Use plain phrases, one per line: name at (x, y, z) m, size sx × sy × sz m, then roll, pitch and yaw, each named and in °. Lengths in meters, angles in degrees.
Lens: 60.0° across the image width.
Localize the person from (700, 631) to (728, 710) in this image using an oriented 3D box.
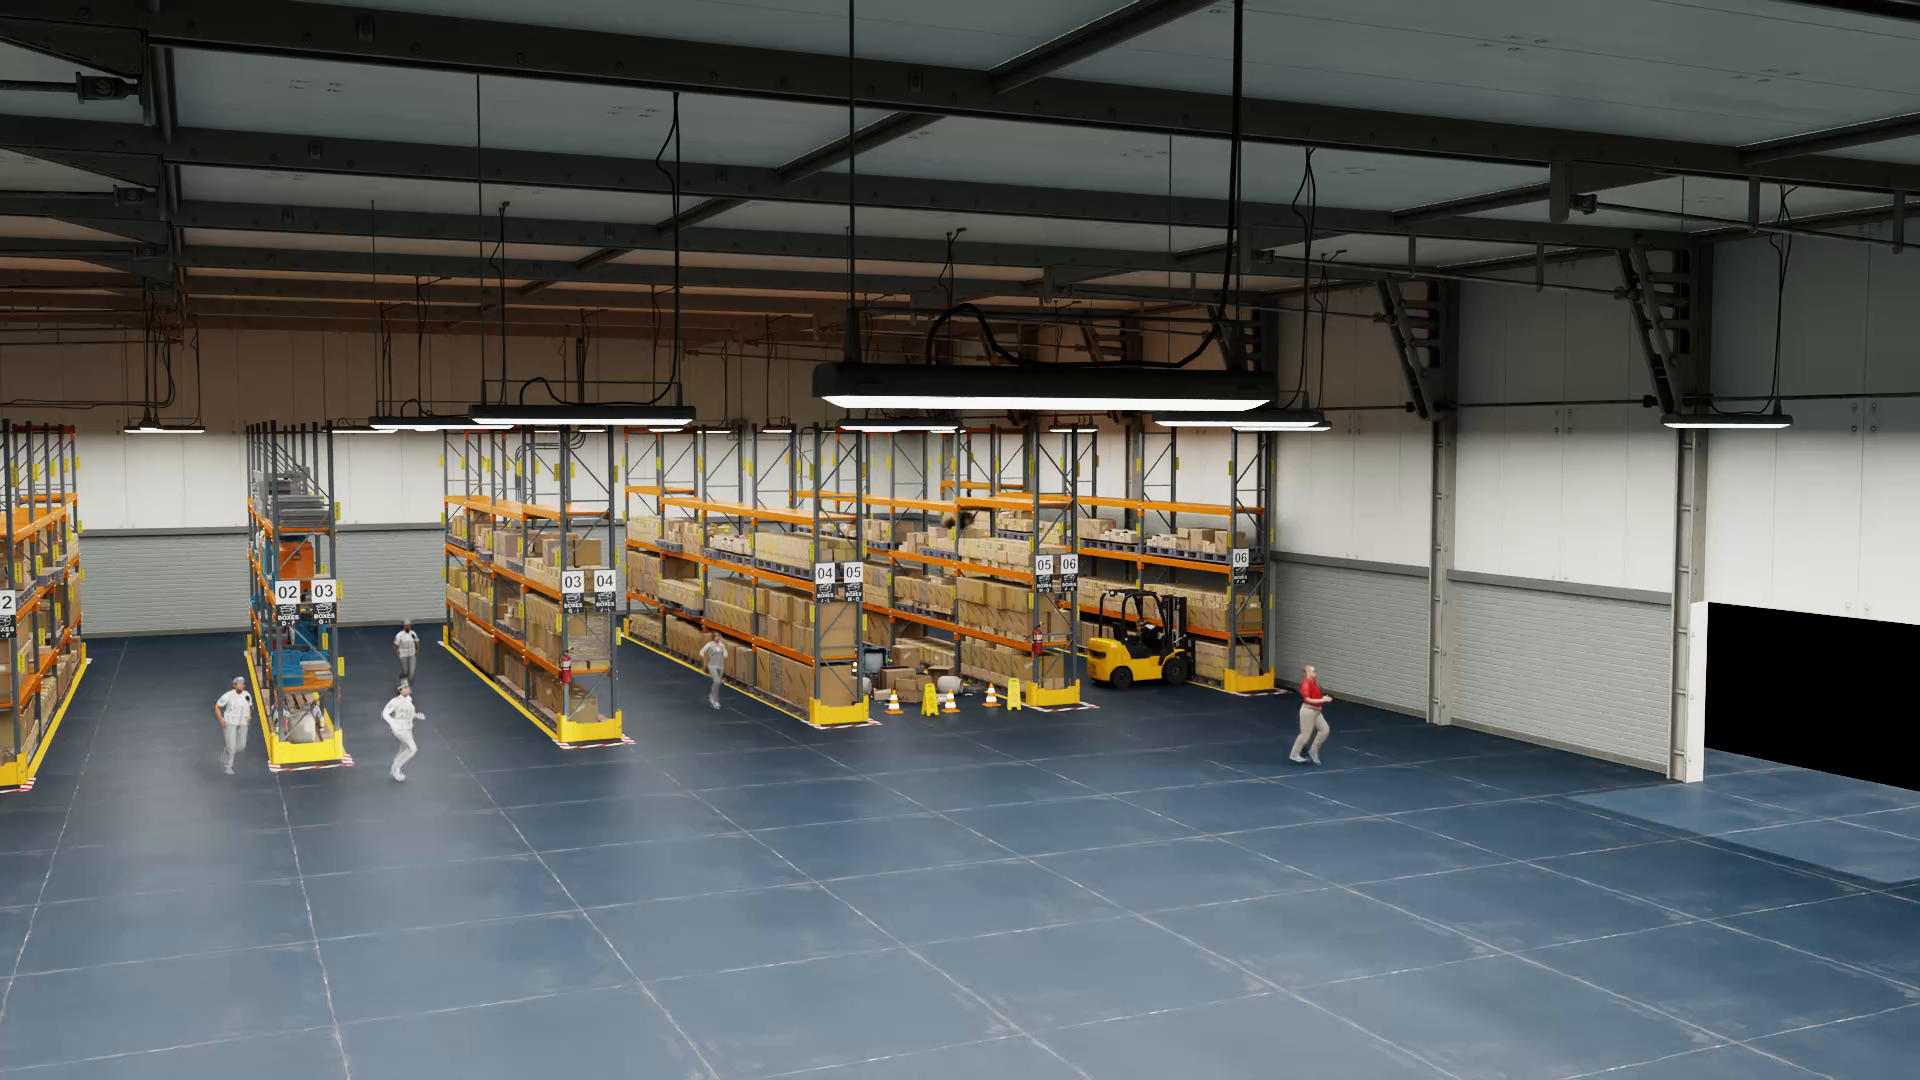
person at (-5.148, 2.696, 35.027) m, size 0.503 × 1.571 × 0.710 m, roll -3°, pitch 5°, yaw -39°

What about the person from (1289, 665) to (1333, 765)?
person at (6.122, 3.064, 28.954) m, size 0.736 × 1.770 × 0.637 m, roll 2°, pitch 4°, yaw 29°

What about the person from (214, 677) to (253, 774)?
person at (-12.413, 3.139, 28.480) m, size 0.565 × 1.590 × 0.653 m, roll 3°, pitch 5°, yaw 41°

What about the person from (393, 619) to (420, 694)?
person at (-12.351, 2.586, 37.157) m, size 0.583 × 1.664 × 0.593 m, roll -2°, pitch 4°, yaw -32°

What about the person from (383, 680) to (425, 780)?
person at (-9.216, 3.150, 27.666) m, size 0.601 × 1.665 × 0.591 m, roll 1°, pitch 4°, yaw 11°
